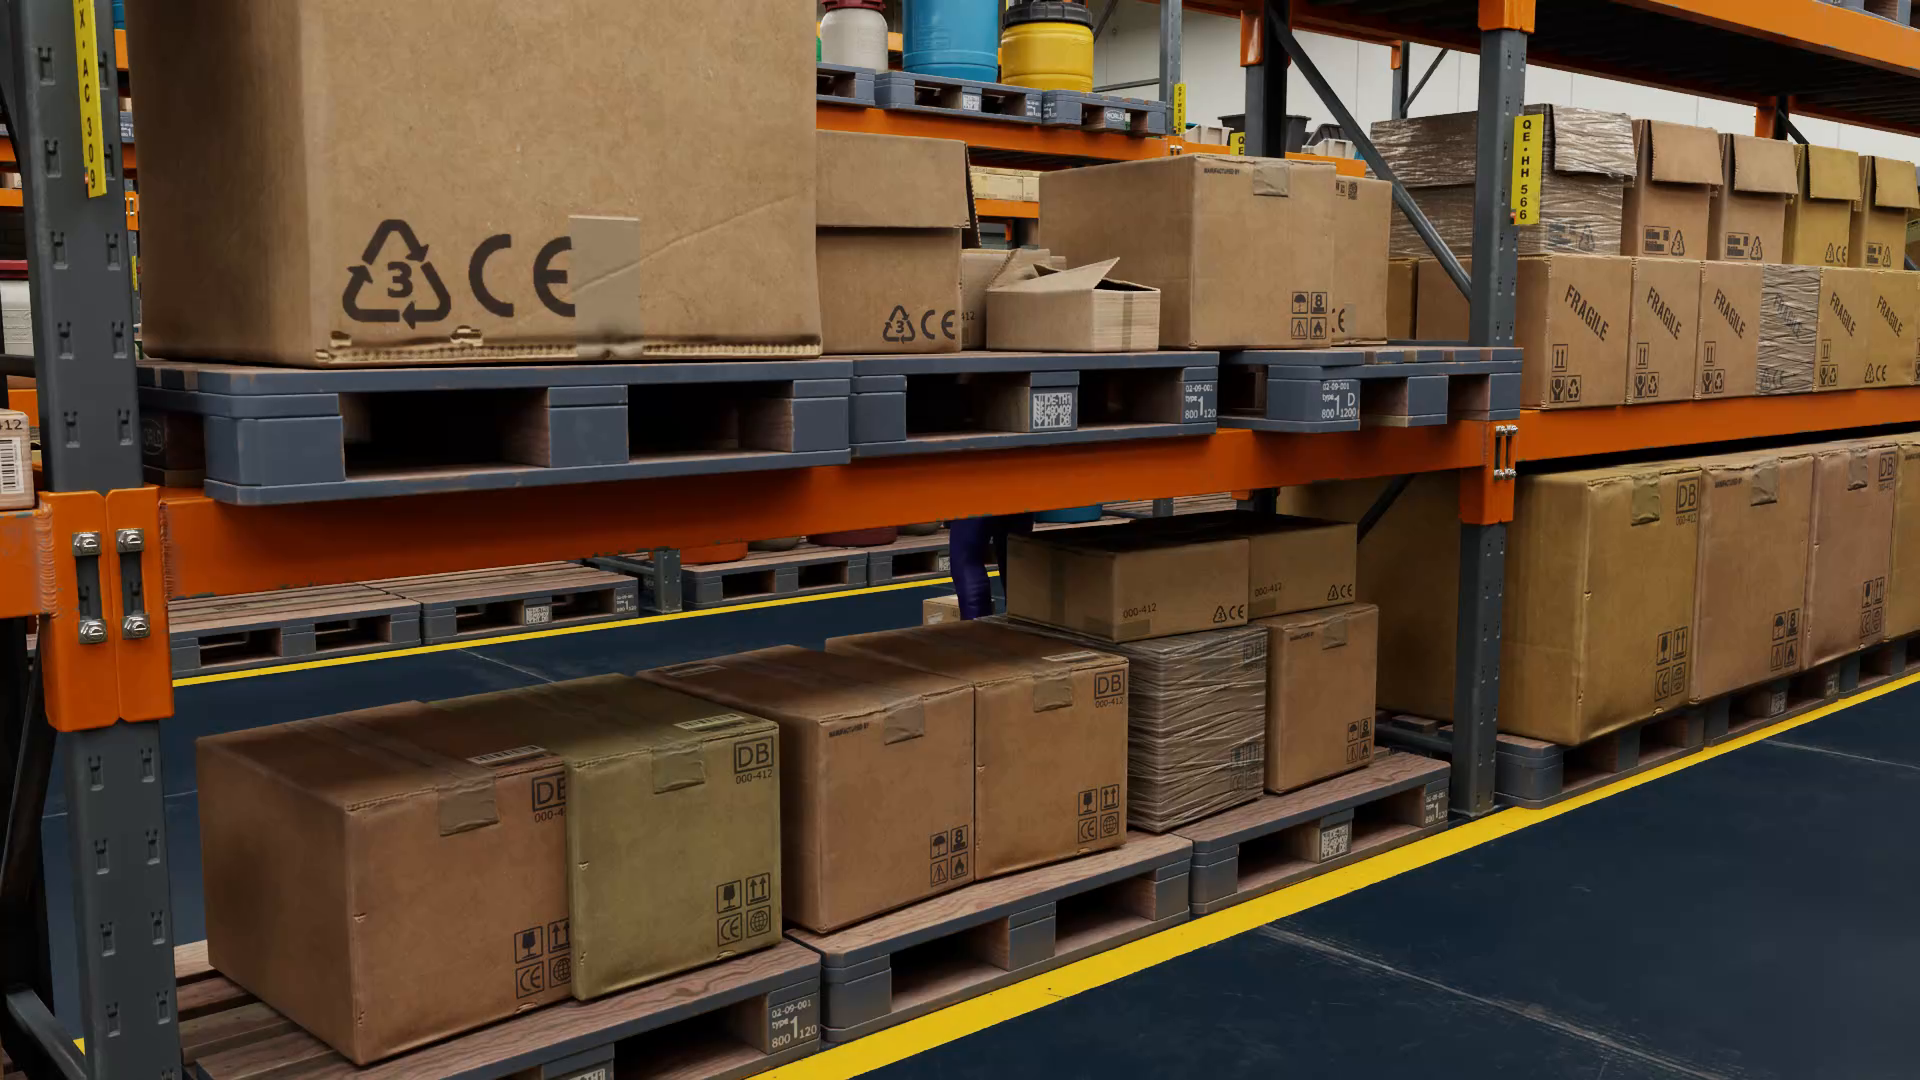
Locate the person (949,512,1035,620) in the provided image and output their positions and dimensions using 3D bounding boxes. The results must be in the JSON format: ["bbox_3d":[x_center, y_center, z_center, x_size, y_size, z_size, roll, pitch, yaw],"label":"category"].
[{"bbox_3d":[0.152,-0.259,7.774,0.563,1.653,0.369,-7,10,-44],"label":"person"}]
